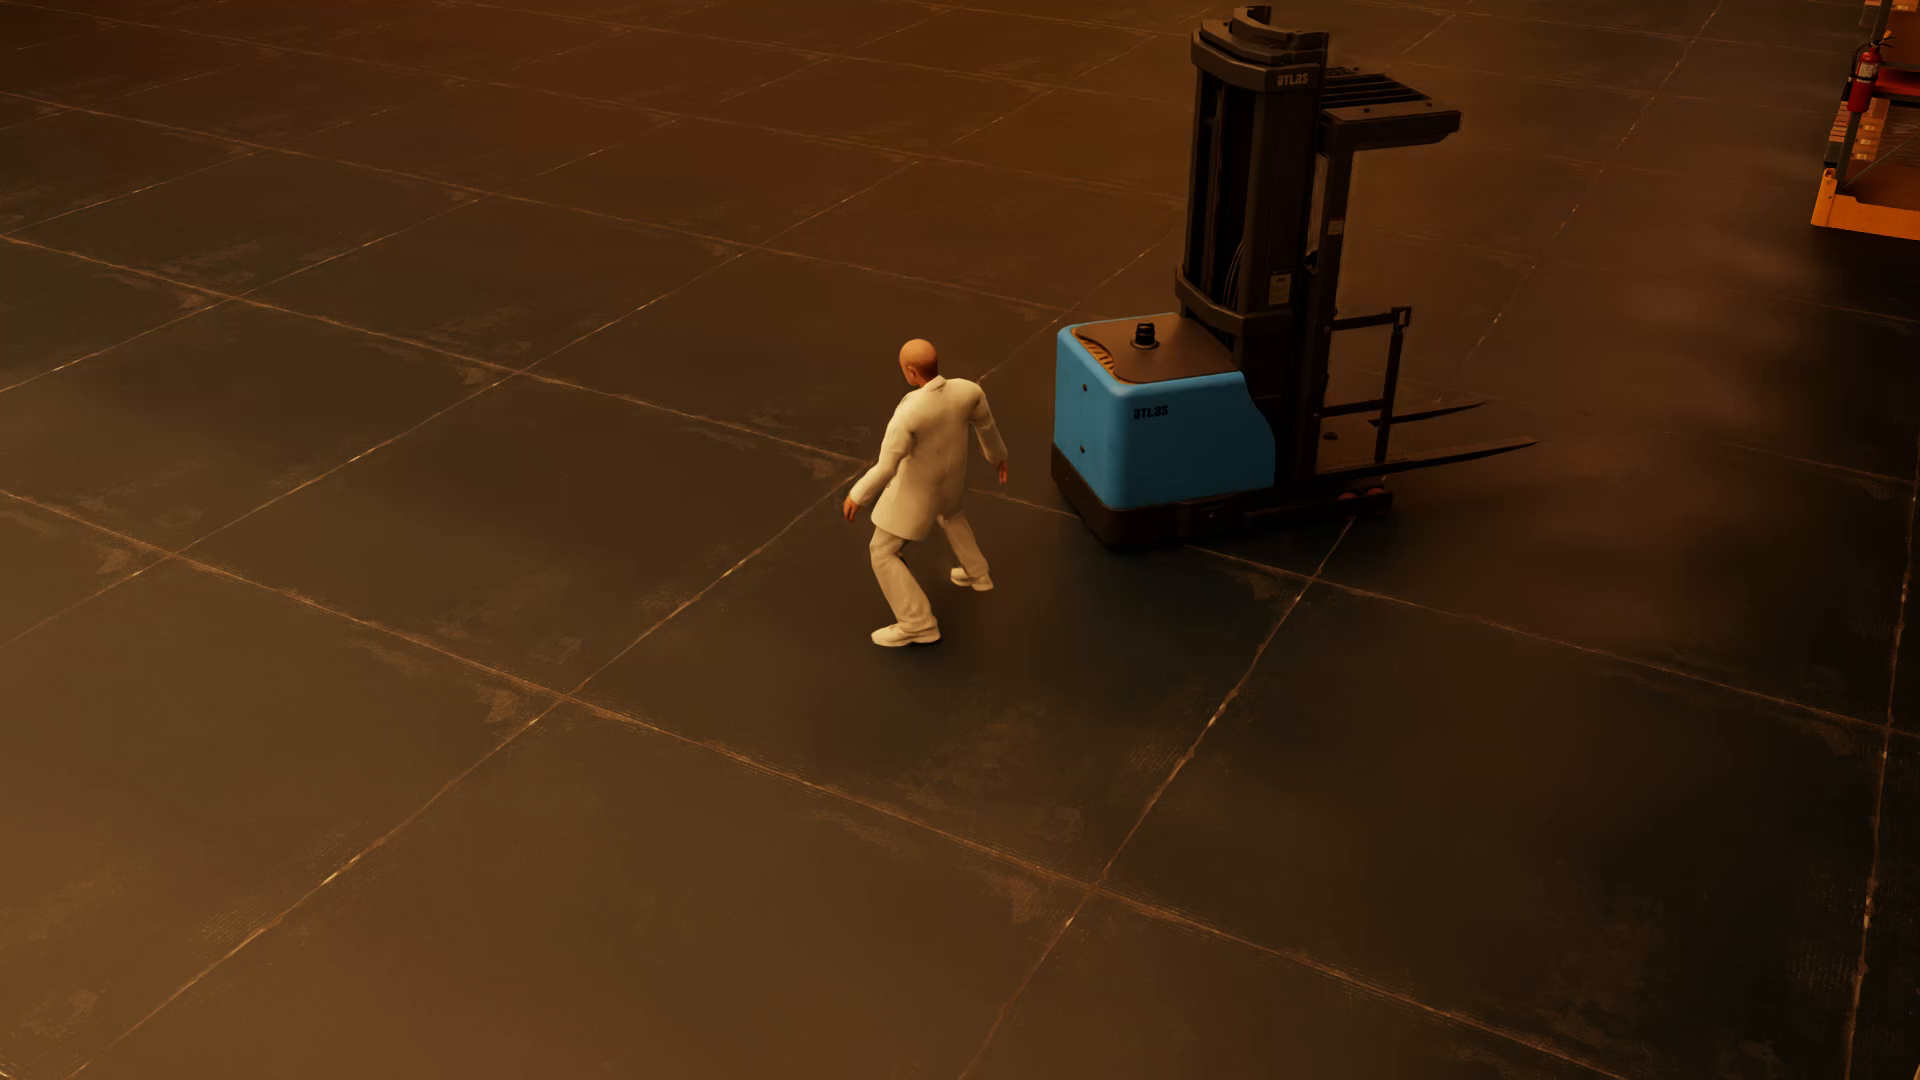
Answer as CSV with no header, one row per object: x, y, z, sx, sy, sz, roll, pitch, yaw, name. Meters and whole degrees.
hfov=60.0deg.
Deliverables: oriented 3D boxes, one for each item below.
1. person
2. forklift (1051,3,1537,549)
-0.160,-0.320,8.909,0.962,1.674,0.590,-20,36,-31,person
2.152,-1.635,9.904,3.031,2.935,1.130,-9,31,-15,forklift
